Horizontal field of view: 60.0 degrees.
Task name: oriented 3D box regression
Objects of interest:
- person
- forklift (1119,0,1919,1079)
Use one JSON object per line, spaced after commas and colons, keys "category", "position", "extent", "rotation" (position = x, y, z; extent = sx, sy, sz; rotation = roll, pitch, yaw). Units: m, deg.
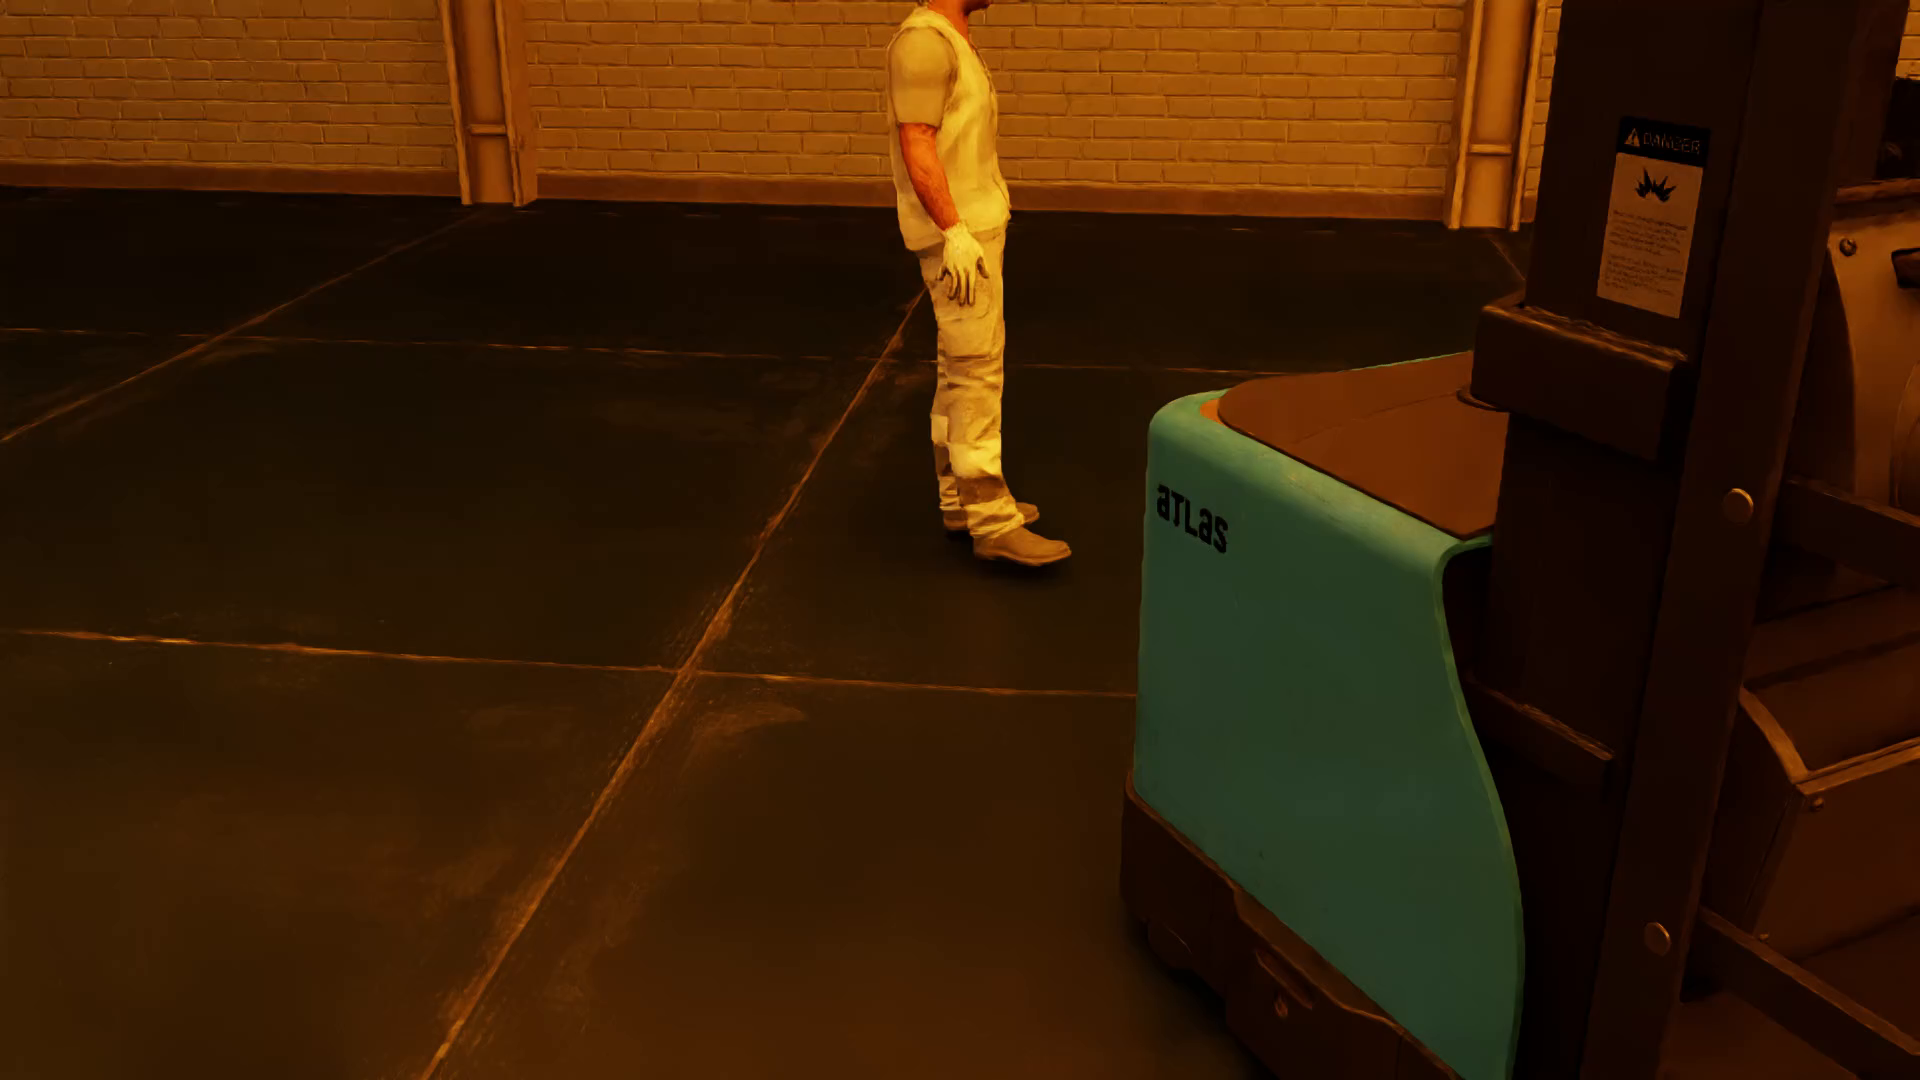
{"category": "person", "position": [0.078, -0.865, 4.806], "extent": [0.563, 1.787, 0.637], "rotation": [3, 22, 7]}
{"category": "forklift", "position": [1.420, -0.199, 1.749], "extent": [1.130, 2.935, 3.031], "rotation": [-10, 24, -24]}
